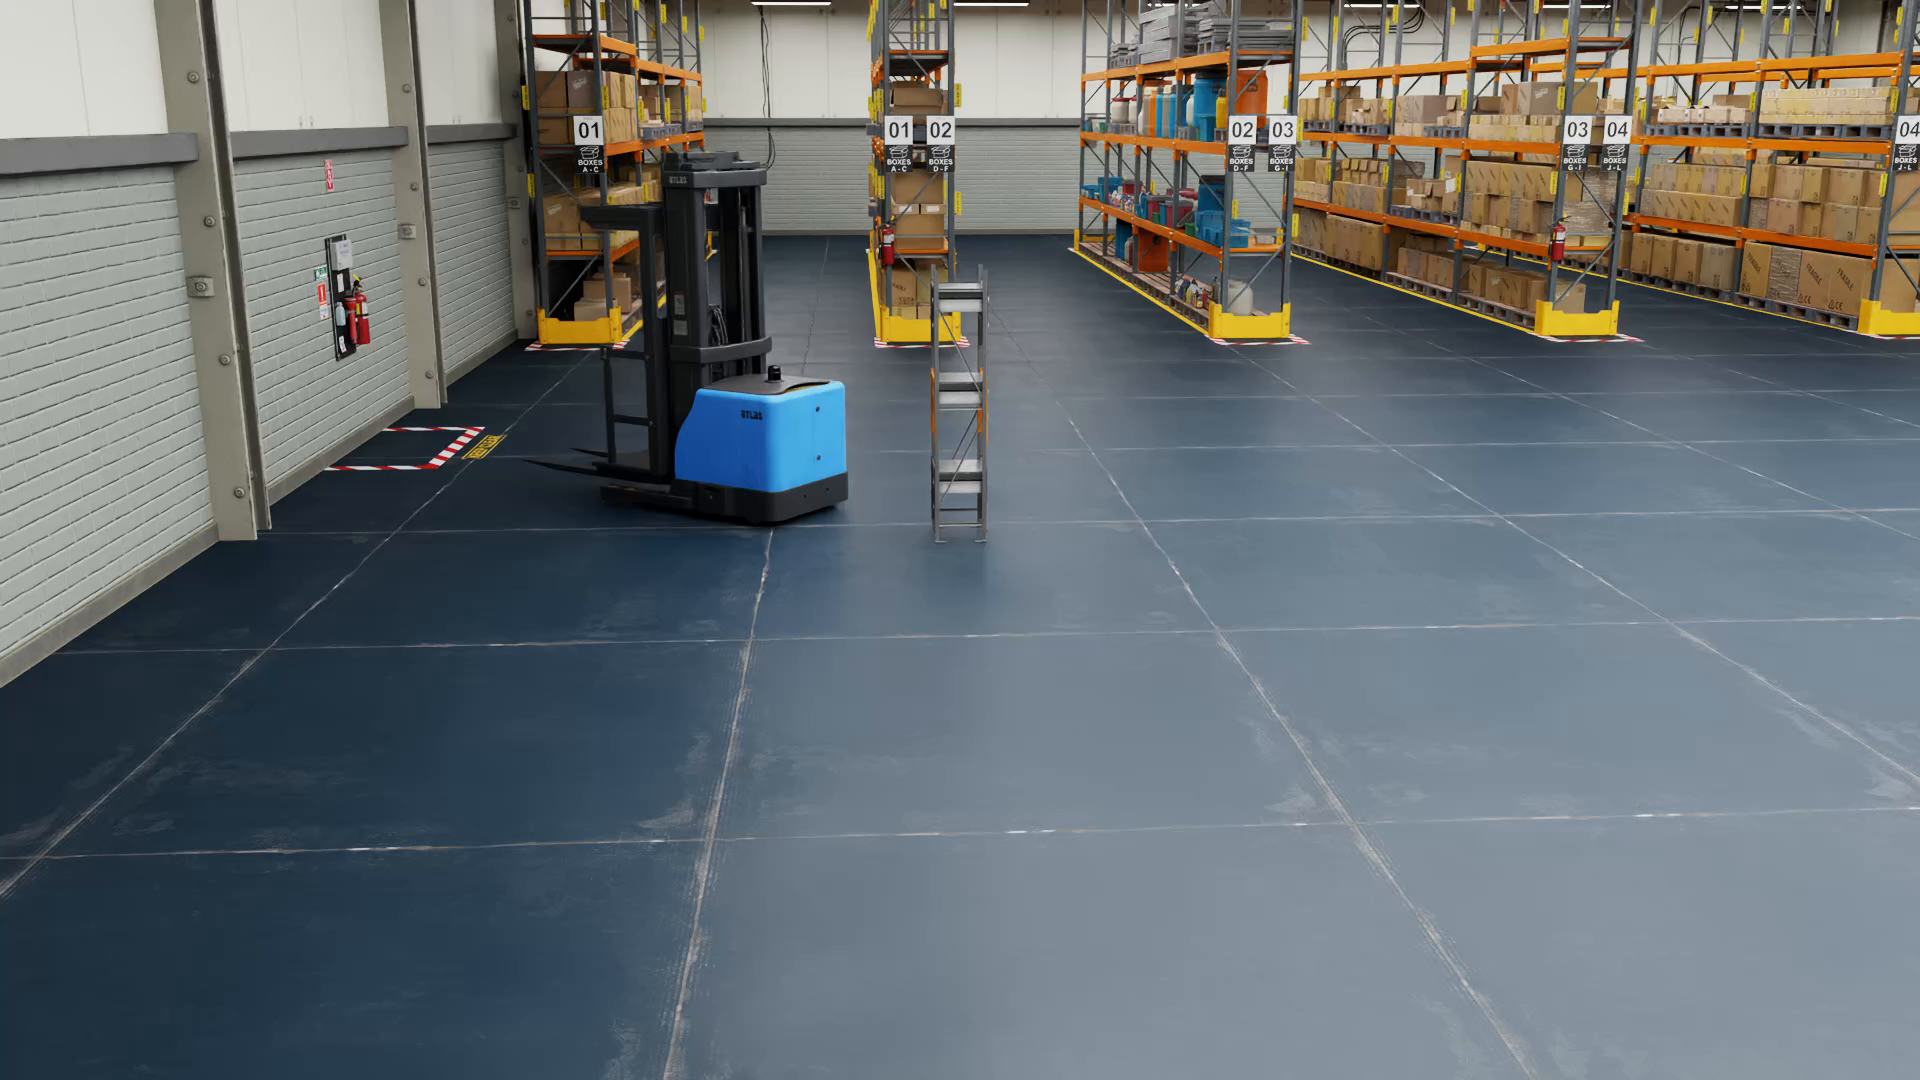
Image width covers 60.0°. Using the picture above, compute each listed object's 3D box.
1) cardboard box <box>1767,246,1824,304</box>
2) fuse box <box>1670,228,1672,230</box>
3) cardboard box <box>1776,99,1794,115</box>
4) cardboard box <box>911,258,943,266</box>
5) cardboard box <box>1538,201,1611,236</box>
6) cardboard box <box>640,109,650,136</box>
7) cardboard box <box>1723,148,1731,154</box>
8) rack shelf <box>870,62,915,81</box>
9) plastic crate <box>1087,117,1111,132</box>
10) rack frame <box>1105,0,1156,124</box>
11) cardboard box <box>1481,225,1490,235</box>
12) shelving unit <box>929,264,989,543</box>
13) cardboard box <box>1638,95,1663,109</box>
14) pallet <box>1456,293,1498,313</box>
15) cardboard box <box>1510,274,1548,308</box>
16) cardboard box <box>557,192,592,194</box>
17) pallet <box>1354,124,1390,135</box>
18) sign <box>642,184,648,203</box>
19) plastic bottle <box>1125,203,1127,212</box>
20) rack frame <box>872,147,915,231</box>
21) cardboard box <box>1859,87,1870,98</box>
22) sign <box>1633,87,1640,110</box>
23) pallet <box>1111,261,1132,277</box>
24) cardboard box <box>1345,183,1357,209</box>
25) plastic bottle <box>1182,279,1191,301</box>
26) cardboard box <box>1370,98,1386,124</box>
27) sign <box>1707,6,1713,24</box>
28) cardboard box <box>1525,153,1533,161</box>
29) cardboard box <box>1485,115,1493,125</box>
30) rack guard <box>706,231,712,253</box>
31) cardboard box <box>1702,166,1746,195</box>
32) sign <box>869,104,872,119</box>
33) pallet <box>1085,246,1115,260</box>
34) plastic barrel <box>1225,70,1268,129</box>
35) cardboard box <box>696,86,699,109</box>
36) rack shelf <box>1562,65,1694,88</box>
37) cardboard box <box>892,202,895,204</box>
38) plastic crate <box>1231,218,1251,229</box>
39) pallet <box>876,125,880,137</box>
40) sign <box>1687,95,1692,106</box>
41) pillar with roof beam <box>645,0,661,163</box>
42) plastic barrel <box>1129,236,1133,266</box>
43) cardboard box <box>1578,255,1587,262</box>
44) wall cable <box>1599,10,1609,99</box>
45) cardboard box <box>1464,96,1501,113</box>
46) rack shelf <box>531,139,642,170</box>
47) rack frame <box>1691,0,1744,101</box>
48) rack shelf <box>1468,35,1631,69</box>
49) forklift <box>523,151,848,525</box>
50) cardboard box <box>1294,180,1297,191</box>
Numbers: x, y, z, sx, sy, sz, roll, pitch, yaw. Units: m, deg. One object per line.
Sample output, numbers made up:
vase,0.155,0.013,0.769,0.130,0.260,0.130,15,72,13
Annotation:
cardboard box,14.042,-4.392,27.497,0.875,0.875,0.875,-1,14,-3
fuse box,19.937,-9.459,46.356,0.539,1.711,0.414,-1,14,-3
cardboard box,13.797,-7.123,27.334,0.500,0.250,0.500,-1,14,-4
cardboard box,-0.530,-4.270,26.772,0.500,0.500,0.500,-1,14,-3
cardboard box,9.298,-4.882,25.185,0.875,0.500,0.500,-1,14,-3
cardboard box,-6.035,-7.501,29.895,0.797,0.503,0.637,1,14,4
cardboard box,18.004,-9.053,38.682,0.380,0.149,0.250,-1,14,-5
rack shelf,-1.451,-10.438,36.985,1.077,0.370,4.000,-1,14,-3
plastic crate,3.190,-9.494,38.010,0.504,0.338,0.767,-1,14,-3
rack frame,3.617,-10.366,35.256,1.000,3.000,0.127,-1,14,-3
cardboard box,8.815,-5.119,27.405,0.380,0.149,0.250,-1,14,-3
shelving unit,-0.010,-1.058,12.925,0.431,2.100,0.503,-1,14,-3
cardboard box,13.481,-8.562,32.528,0.396,0.266,0.258,-1,14,-3
pallet,9.133,-4.031,28.268,1.003,0.211,1.213,-1,14,-3
cardboard box,9.191,-4.005,26.747,0.500,0.500,0.500,0,14,2
cardboard box,-5.826,-4.991,25.162,0.500,0.500,0.500,-1,14,-5
pallet,8.644,-8.341,33.784,1.003,0.211,1.213,0,14,-1
sign,-5.234,-5.748,27.608,0.100,0.325,0.005,-1,14,-3
plastic bottle,3.375,-6.695,33.427,0.097,0.201,0.097,0,14,0
rack frame,-1.575,-8.380,39.576,1.000,3.000,0.127,-1,14,-3
cardboard box,13.872,-6.778,25.189,0.380,0.149,0.250,-1,14,-3
sign,9.846,-6.437,24.251,0.100,0.325,0.005,-1,14,-3
pallet,3.702,-5.614,34.420,1.003,0.211,1.213,-1,14,-3
cardboard box,8.402,-7.218,34.859,0.500,0.500,0.500,-1,14,-5
plastic bottle,3.761,-4.147,27.558,0.144,0.351,0.185,-1,15,-6
cardboard box,8.558,-8.611,33.410,0.500,0.500,0.500,0,14,0
sign,14.319,-10.038,31.787,0.100,0.325,0.005,-1,14,-3
cardboard box,13.164,-8.634,37.759,0.500,0.500,0.500,-1,14,-2
cardboard box,8.849,-6.902,27.313,0.380,0.149,0.250,-1,14,-3
rack guard,-6.520,-7.098,39.610,1.175,0.500,0.348,-1,14,-3
cardboard box,13.912,-6.509,30.096,0.700,0.500,0.500,-1,14,-3
sign,-1.868,-9.078,35.232,0.100,0.325,0.005,-1,14,-3
pallet,3.454,-6.597,38.241,1.003,0.211,1.213,-1,14,-3
plastic barrel,4.204,-6.459,24.387,0.600,0.830,0.708,-1,14,-3
cardboard box,-6.181,-9.995,37.586,0.500,0.500,0.500,0,14,-2
rack shelf,13.641,-9.454,33.959,1.077,0.370,4.000,-1,14,-3
cardboard box,-0.815,-4.920,24.628,0.380,0.149,0.250,-1,14,-2
plastic crate,4.453,-5.128,27.236,0.499,0.251,0.616,-1,14,-3
pallet,-0.948,-7.584,30.842,1.213,0.211,1.003,0,14,-1
sign,17.650,-10.592,40.241,0.100,0.325,0.005,-1,14,-3
pillar with roof beam,-3.252,-11.933,41.344,9.100,9.000,0.400,-1,14,-3
plastic barrel,3.748,-5.904,33.948,0.600,0.588,0.708,-1,14,-3
cardboard box,13.379,-6.132,35.012,0.500,0.500,0.500,-1,14,-2
wall cable,17.570,-13.001,45.495,0.463,3.000,0.029,-1,14,-3
cardboard box,9.126,-7.372,28.589,0.797,0.503,0.637,-2,15,-6
rack shelf,-5.651,-5.925,25.459,1.077,0.370,4.000,-1,14,-3
rack frame,18.204,-11.590,40.014,1.000,3.000,0.127,-1,14,-3
rack shelf,9.180,-7.606,25.977,1.077,0.370,4.000,-1,14,-3
forklift,-2.469,-1.797,14.130,3.031,2.935,1.130,9,17,31
cardboard box,8.112,-8.351,39.166,0.500,0.250,0.500,-1,14,-4
